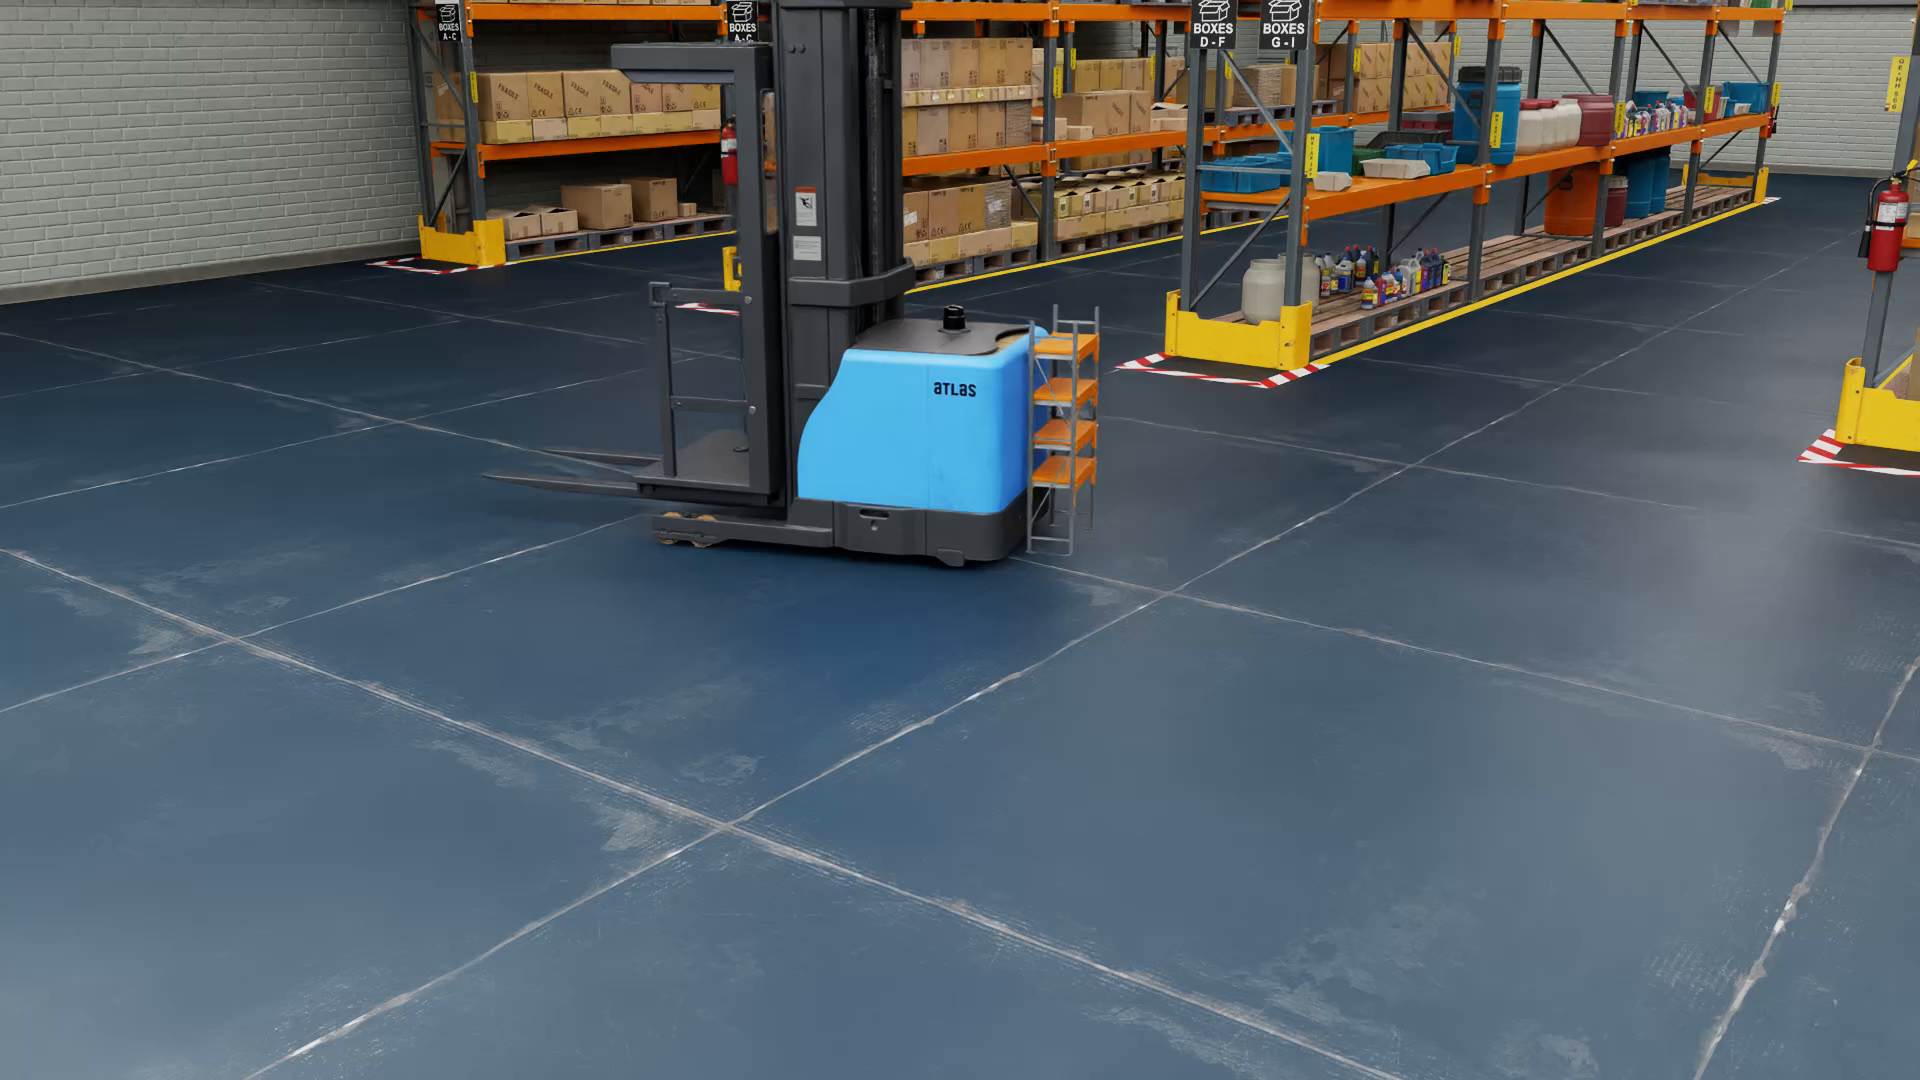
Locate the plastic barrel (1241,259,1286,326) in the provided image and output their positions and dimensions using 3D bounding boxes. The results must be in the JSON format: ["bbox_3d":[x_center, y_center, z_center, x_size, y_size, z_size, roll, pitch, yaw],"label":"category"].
[{"bbox_3d":[2.551,-2.052,13.780,0.421,0.512,0.421,0,17,0],"label":"plastic barrel"}]

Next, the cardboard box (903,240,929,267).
[{"bbox_3d":[-0.664,-2.960,17.145,0.500,0.250,0.500,12,21,35],"label":"cardboard box"}]

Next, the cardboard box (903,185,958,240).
[{"bbox_3d":[-0.361,-3.436,17.414,0.500,0.500,0.500,12,21,35],"label":"cardboard box"}]

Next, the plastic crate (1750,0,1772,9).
[{"bbox_3d":[11.395,-7.726,23.864,0.450,0.188,0.336,12,21,35],"label":"plastic crate"}]

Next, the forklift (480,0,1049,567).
[{"bbox_3d":[-1.094,-1.502,8.638,3.031,2.935,1.130,5,18,17],"label":"forklift"}]

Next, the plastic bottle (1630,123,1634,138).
[{"bbox_3d":[7.951,-4.890,19.768,0.097,0.201,0.097,0,17,0],"label":"plastic bottle"}]

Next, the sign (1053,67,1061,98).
[{"bbox_3d":[1.074,-5.051,18.359,0.100,0.325,0.005,12,21,35],"label":"sign"}]

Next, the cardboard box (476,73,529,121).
[{"bbox_3d":[-5.210,-4.976,18.665,0.500,0.500,0.500,12,21,35],"label":"cardboard box"}]

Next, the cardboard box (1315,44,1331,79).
[{"bbox_3d":[5.488,-7.295,25.322,0.500,0.500,0.500,13,21,35],"label":"cardboard box"}]

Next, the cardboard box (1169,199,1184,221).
[{"bbox_3d":[2.589,-4.246,21.288,0.500,0.250,0.500,12,21,34],"label":"cardboard box"}]

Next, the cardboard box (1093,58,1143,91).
[{"bbox_3d":[2.615,-8.095,29.248,0.980,0.700,0.700,11,20,32],"label":"cardboard box"}]

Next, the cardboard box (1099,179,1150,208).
[{"bbox_3d":[1.989,-4.274,20.431,0.500,0.311,0.500,13,22,36],"label":"cardboard box"}]

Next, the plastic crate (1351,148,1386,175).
[{"bbox_3d":[3.568,-3.447,15.143,0.450,0.188,0.662,12,21,35],"label":"plastic crate"}]

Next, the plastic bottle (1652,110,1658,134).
[{"bbox_3d":[8.557,-5.163,20.508,0.061,0.283,0.133,12,21,35],"label":"plastic bottle"}]

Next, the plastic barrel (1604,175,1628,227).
[{"bbox_3d":[7.938,-4.212,20.607,0.600,0.588,0.708,12,21,35],"label":"plastic barrel"}]

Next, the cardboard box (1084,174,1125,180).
[{"bbox_3d":[1.851,-4.485,21.112,0.500,0.311,0.500,12,21,33],"label":"cardboard box"}]

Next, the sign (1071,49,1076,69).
[{"bbox_3d":[1.856,-7.899,27.304,0.100,0.325,0.005,12,21,35],"label":"sign"}]

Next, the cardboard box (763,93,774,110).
[{"bbox_3d":[-1.681,-4.227,16.036,0.380,0.149,0.250,12,21,34],"label":"cardboard box"}]

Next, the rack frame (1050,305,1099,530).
[{"bbox_3d":[0.602,-0.637,8.772,0.240,1.200,0.015,5,18,16],"label":"rack frame"}]

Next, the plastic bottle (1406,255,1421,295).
[{"bbox_3d":[4.145,-2.440,15.267,0.144,0.351,0.185,12,21,34],"label":"plastic bottle"}]

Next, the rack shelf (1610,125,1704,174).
[{"bbox_3d":[8.179,-4.907,20.701,1.077,0.370,4.000,12,21,35],"label":"rack shelf"}]

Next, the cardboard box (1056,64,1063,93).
[{"bbox_3d":[1.341,-7.523,27.206,0.500,0.500,0.500,12,21,34],"label":"cardboard box"}]

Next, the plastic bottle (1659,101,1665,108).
[{"bbox_3d":[8.970,-5.452,21.326,0.144,0.351,0.185,12,21,35],"label":"plastic bottle"}]

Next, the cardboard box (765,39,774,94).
[{"bbox_3d":[-1.436,-4.534,15.930,0.700,0.500,0.500,13,21,35],"label":"cardboard box"}]

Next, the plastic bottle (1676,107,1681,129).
[{"bbox_3d":[9.177,-5.430,21.380,0.152,0.276,0.135,12,21,35],"label":"plastic bottle"}]

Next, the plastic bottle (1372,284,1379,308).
[{"bbox_3d":[3.613,-2.144,14.567,0.097,0.201,0.097,0,17,0],"label":"plastic bottle"}]

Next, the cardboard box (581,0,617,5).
[{"bbox_3d":[-4.379,-6.522,19.429,0.500,0.500,0.500,14,22,38],"label":"cardboard box"}]

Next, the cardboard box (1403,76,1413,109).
[{"bbox_3d":[6.821,-7.087,26.339,0.500,0.500,0.500,12,21,34],"label":"cardboard box"}]

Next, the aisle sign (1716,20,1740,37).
[{"bbox_3d":[11.558,-7.991,25.035,0.394,0.787,0.004,12,21,35],"label":"aisle sign"}]

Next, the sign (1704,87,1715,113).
[{"bbox_3d":[9.811,-5.762,21.773,0.100,0.325,0.005,12,21,35],"label":"sign"}]

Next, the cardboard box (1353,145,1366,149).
[{"bbox_3d":[6.510,-6.070,26.699,0.797,0.503,0.637,12,21,35],"label":"cardboard box"}]

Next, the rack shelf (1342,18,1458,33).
[{"bbox_3d":[6.586,-8.169,26.146,1.077,0.370,4.000,12,21,35],"label":"rack shelf"}]

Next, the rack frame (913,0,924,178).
[{"bbox_3d":[-0.969,-6.525,24.698,1.000,3.000,0.127,12,21,35],"label":"rack frame"}]

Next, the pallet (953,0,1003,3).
[{"bbox_3d":[0.036,-8.297,25.664,1.003,0.211,1.213,14,22,37],"label":"pallet"}]

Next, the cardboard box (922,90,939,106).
[{"bbox_3d":[-0.432,-4.524,16.992,0.380,0.149,0.250,13,21,35],"label":"cardboard box"}]

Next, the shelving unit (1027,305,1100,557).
[{"bbox_3d":[0.531,-0.568,8.549,0.258,1.200,0.503,5,18,16],"label":"shelving unit"}]

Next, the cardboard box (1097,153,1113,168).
[{"bbox_3d":[2.244,-6.764,28.973,0.700,0.500,0.500,12,21,34],"label":"cardboard box"}]

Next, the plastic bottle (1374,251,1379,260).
[{"bbox_3d":[3.977,-2.636,16.011,0.061,0.283,0.133,12,21,35],"label":"plastic bottle"}]

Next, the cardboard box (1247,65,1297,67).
[{"bbox_3d":[4.574,-6.603,24.073,0.500,0.500,0.700,-16,23,-42],"label":"cardboard box"}]

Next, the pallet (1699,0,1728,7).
[{"bbox_3d":[8.982,-6.865,21.055,1.213,0.211,1.003,12,21,35],"label":"pallet"}]

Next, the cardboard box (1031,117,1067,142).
[{"bbox_3d":[0.886,-4.751,19.239,0.500,0.250,0.500,14,22,38],"label":"cardboard box"}]

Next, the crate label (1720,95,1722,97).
[{"bbox_3d":[11.342,-6.628,25.210,0.416,0.233,0.303,12,21,35],"label":"crate label"}]

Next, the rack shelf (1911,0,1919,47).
[{"bbox_3d":[7.390,-3.559,11.302,1.077,0.370,4.000,12,21,35],"label":"rack shelf"}]

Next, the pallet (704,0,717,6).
[{"bbox_3d":[-2.899,-7.043,21.626,1.213,0.211,1.003,12,21,35],"label":"pallet"}]

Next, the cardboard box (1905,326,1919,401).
[{"bbox_3d":[6.584,-1.146,10.884,0.500,0.500,0.500,-15,23,-40],"label":"cardboard box"}]

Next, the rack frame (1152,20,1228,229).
[{"bbox_3d":[3.011,-5.651,21.882,1.000,3.000,0.127,12,21,35],"label":"rack frame"}]

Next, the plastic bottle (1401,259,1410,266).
[{"bbox_3d":[4.203,-2.501,15.591,0.152,0.276,0.135,12,21,35],"label":"plastic bottle"}]

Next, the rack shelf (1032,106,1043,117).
[{"bbox_3d":[0.222,-6.658,26.338,1.077,0.370,4.000,12,21,35],"label":"rack shelf"}]

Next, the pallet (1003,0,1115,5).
[{"bbox_3d":[1.143,-6.251,19.081,0.805,0.209,1.217,11,21,33],"label":"pallet"}]

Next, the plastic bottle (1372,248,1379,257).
[{"bbox_3d":[4.062,-2.730,16.337,0.097,0.271,0.097,0,17,0],"label":"plastic bottle"}]

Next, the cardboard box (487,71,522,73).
[{"bbox_3d":[-5.318,-5.184,19.333,0.500,0.500,0.500,13,21,35],"label":"cardboard box"}]

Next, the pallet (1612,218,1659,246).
[{"bbox_3d":[8.151,-3.927,21.034,1.003,0.211,1.213,12,21,35],"label":"pallet"}]

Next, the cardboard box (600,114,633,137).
[{"bbox_3d":[-4.281,-4.984,19.955,0.500,0.250,0.500,13,21,35],"label":"cardboard box"}]

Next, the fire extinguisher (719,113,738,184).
[{"bbox_3d":[-2.199,-3.762,15.931,0.296,0.674,0.183,12,21,35],"label":"fire extinguisher"}]
